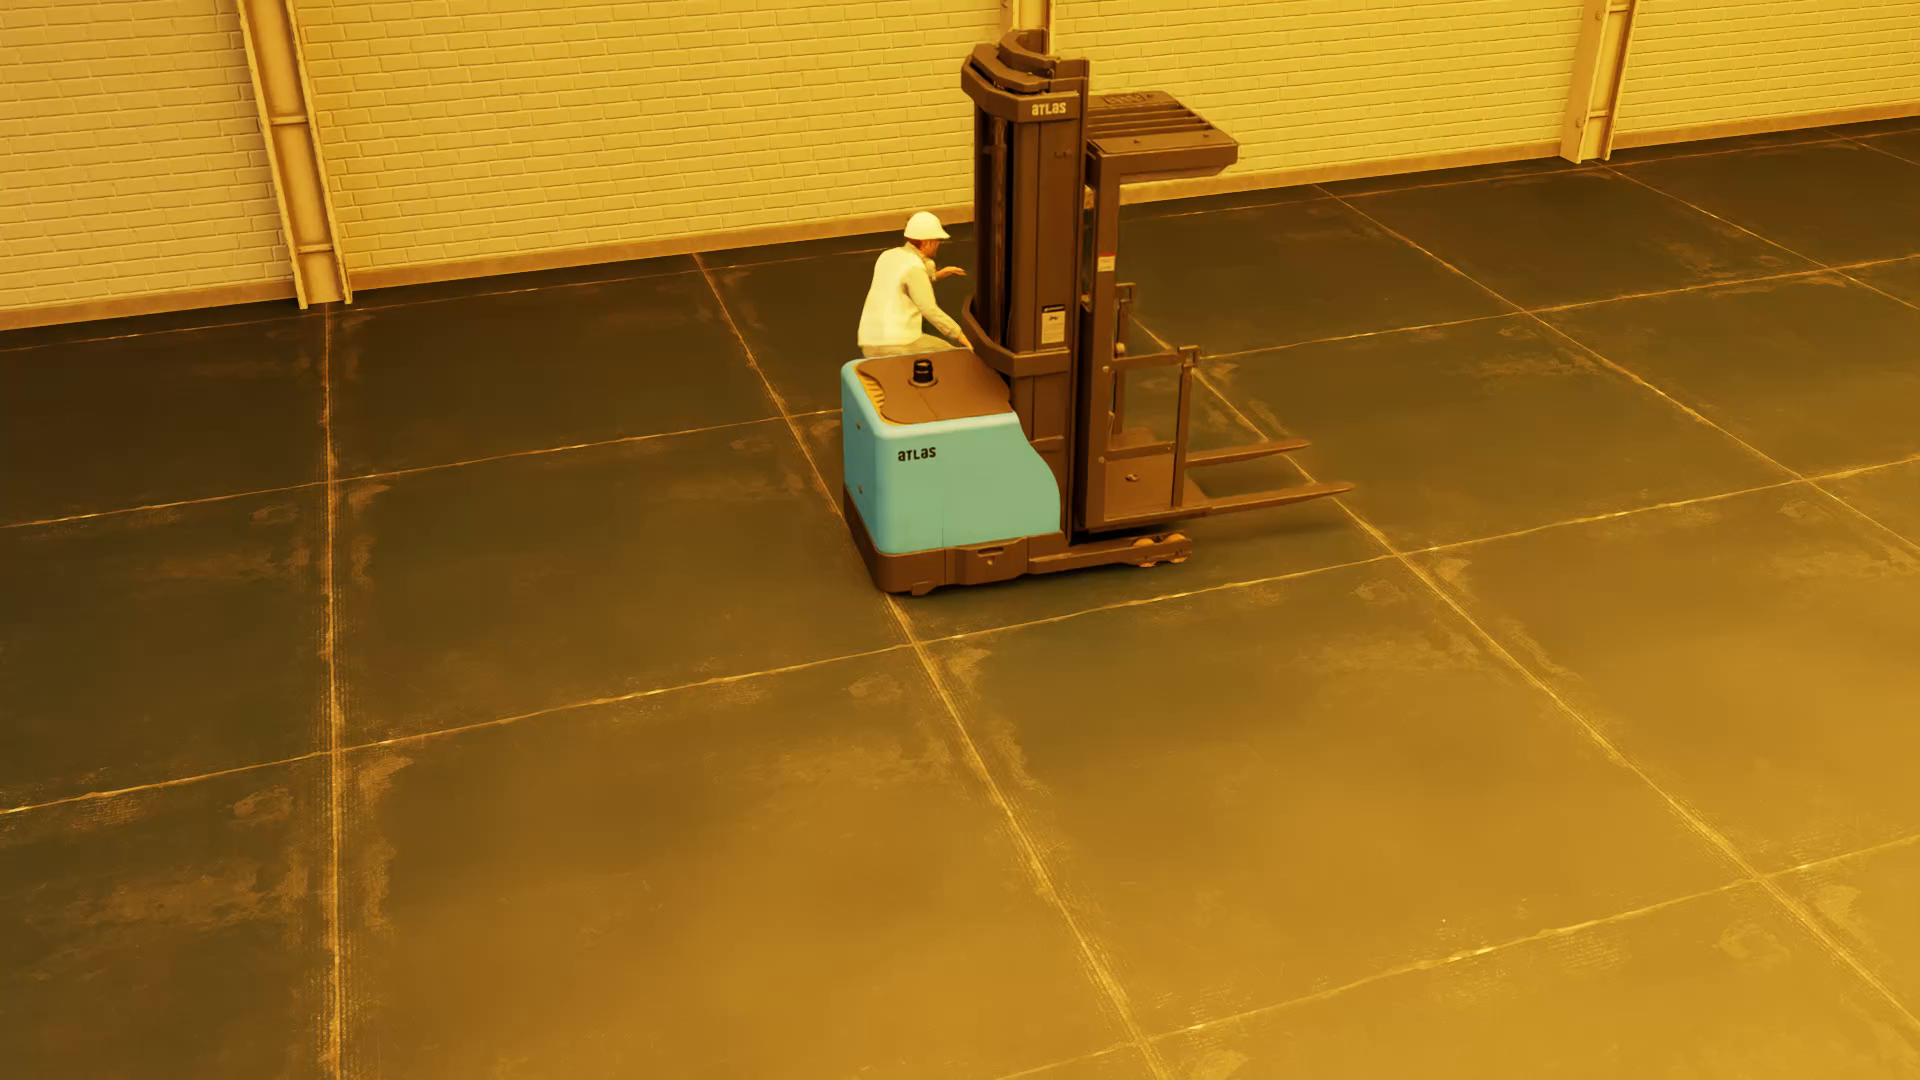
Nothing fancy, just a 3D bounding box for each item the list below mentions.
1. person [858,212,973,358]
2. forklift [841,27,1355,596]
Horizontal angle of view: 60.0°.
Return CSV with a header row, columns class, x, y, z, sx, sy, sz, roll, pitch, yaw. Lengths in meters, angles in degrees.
class,x,y,z,sx,sy,sz,roll,pitch,yaw
person,-0.205,-1.345,10.838,0.885,1.542,0.948,-25,38,-36
forklift,0.867,-1.356,9.444,3.031,2.935,1.130,-8,31,-14
